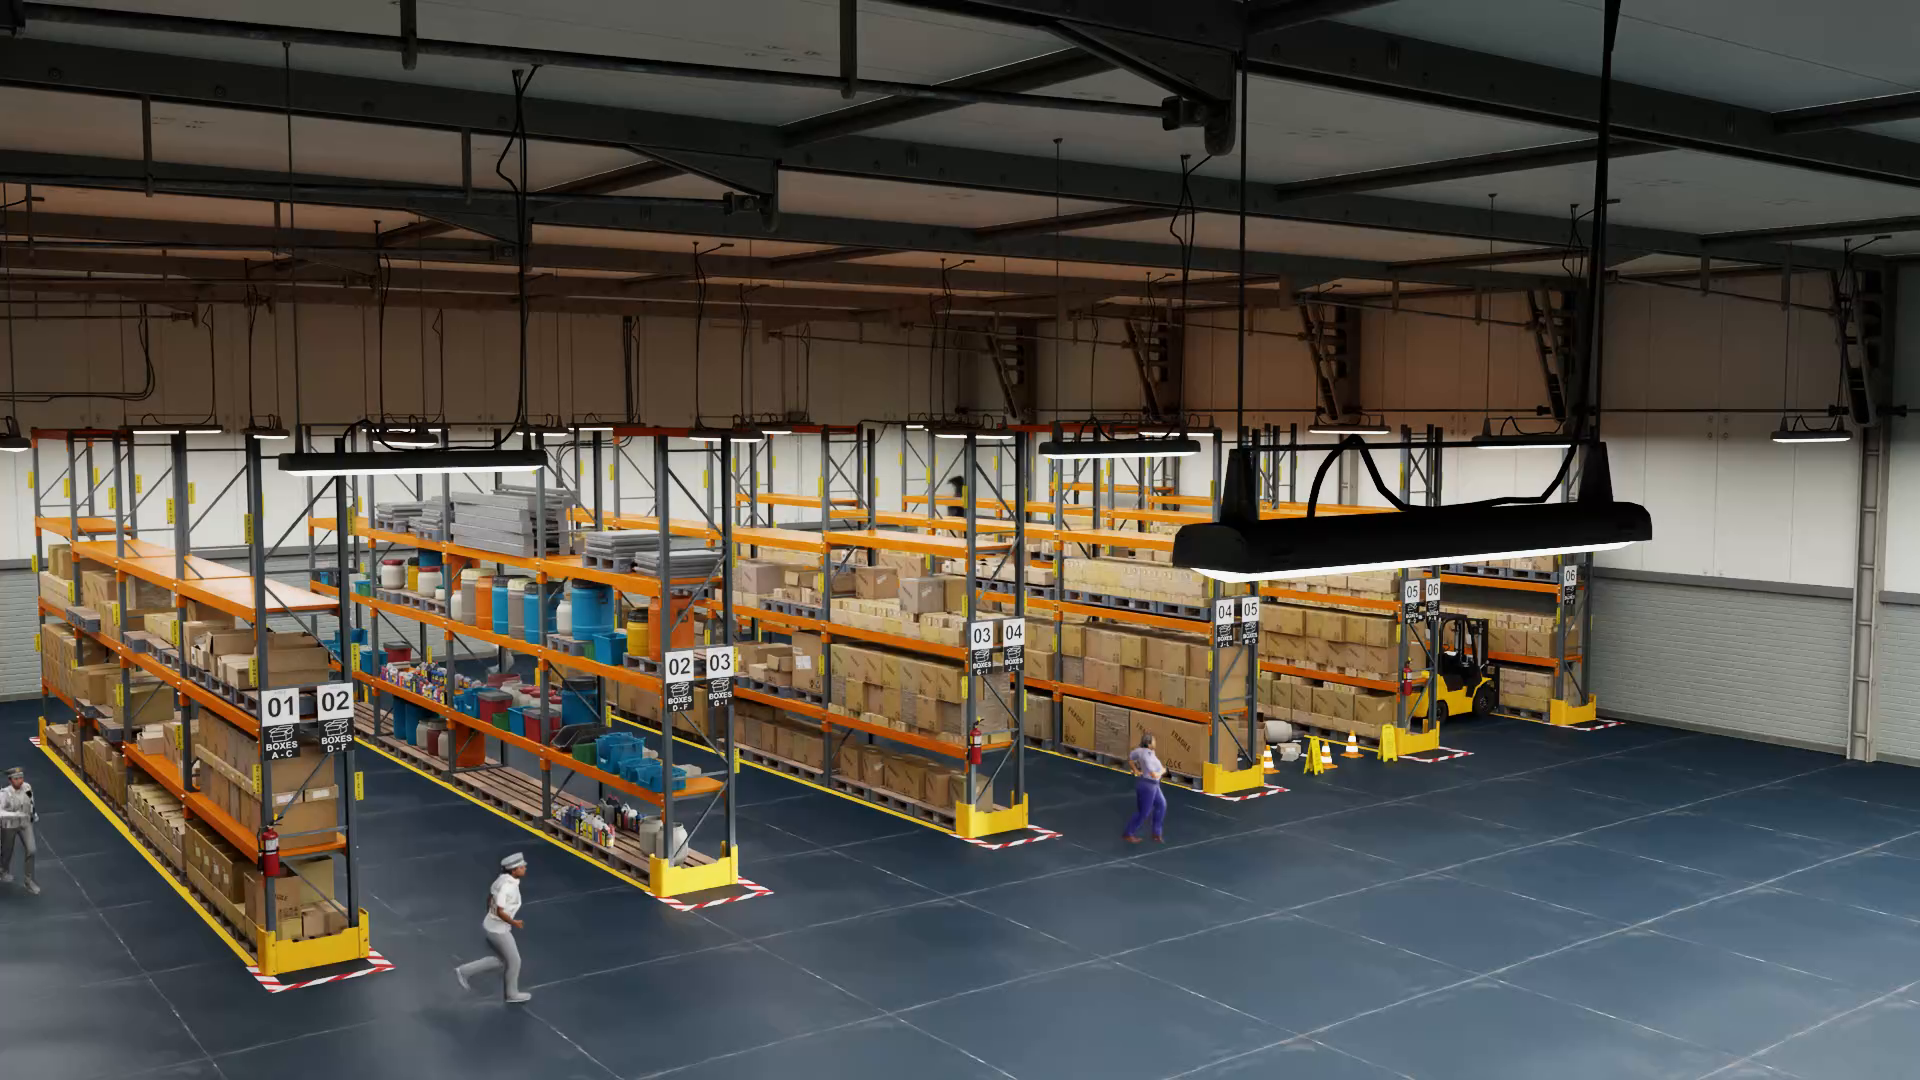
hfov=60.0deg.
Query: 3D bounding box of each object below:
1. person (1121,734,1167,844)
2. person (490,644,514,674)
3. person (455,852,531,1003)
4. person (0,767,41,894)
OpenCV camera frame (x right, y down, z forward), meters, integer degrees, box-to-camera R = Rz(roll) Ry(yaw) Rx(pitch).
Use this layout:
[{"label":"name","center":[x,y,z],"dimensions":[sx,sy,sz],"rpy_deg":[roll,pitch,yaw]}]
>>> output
[{"label":"person","center":[2.667,3.643,24.047],"dimensions":[0.667,1.710,0.585],"rpy_deg":[0,4,5]},{"label":"person","center":[-10.601,2.476,38.443],"dimensions":[0.563,1.684,0.693],"rpy_deg":[-1,5,-13]},{"label":"person","center":[-4.949,4.139,17.610],"dimensions":[0.754,1.638,0.563],"rpy_deg":[-1,5,-12]},{"label":"person","center":[-12.440,3.785,21.881],"dimensions":[0.935,1.682,0.602],"rpy_deg":[4,6,41]}]
